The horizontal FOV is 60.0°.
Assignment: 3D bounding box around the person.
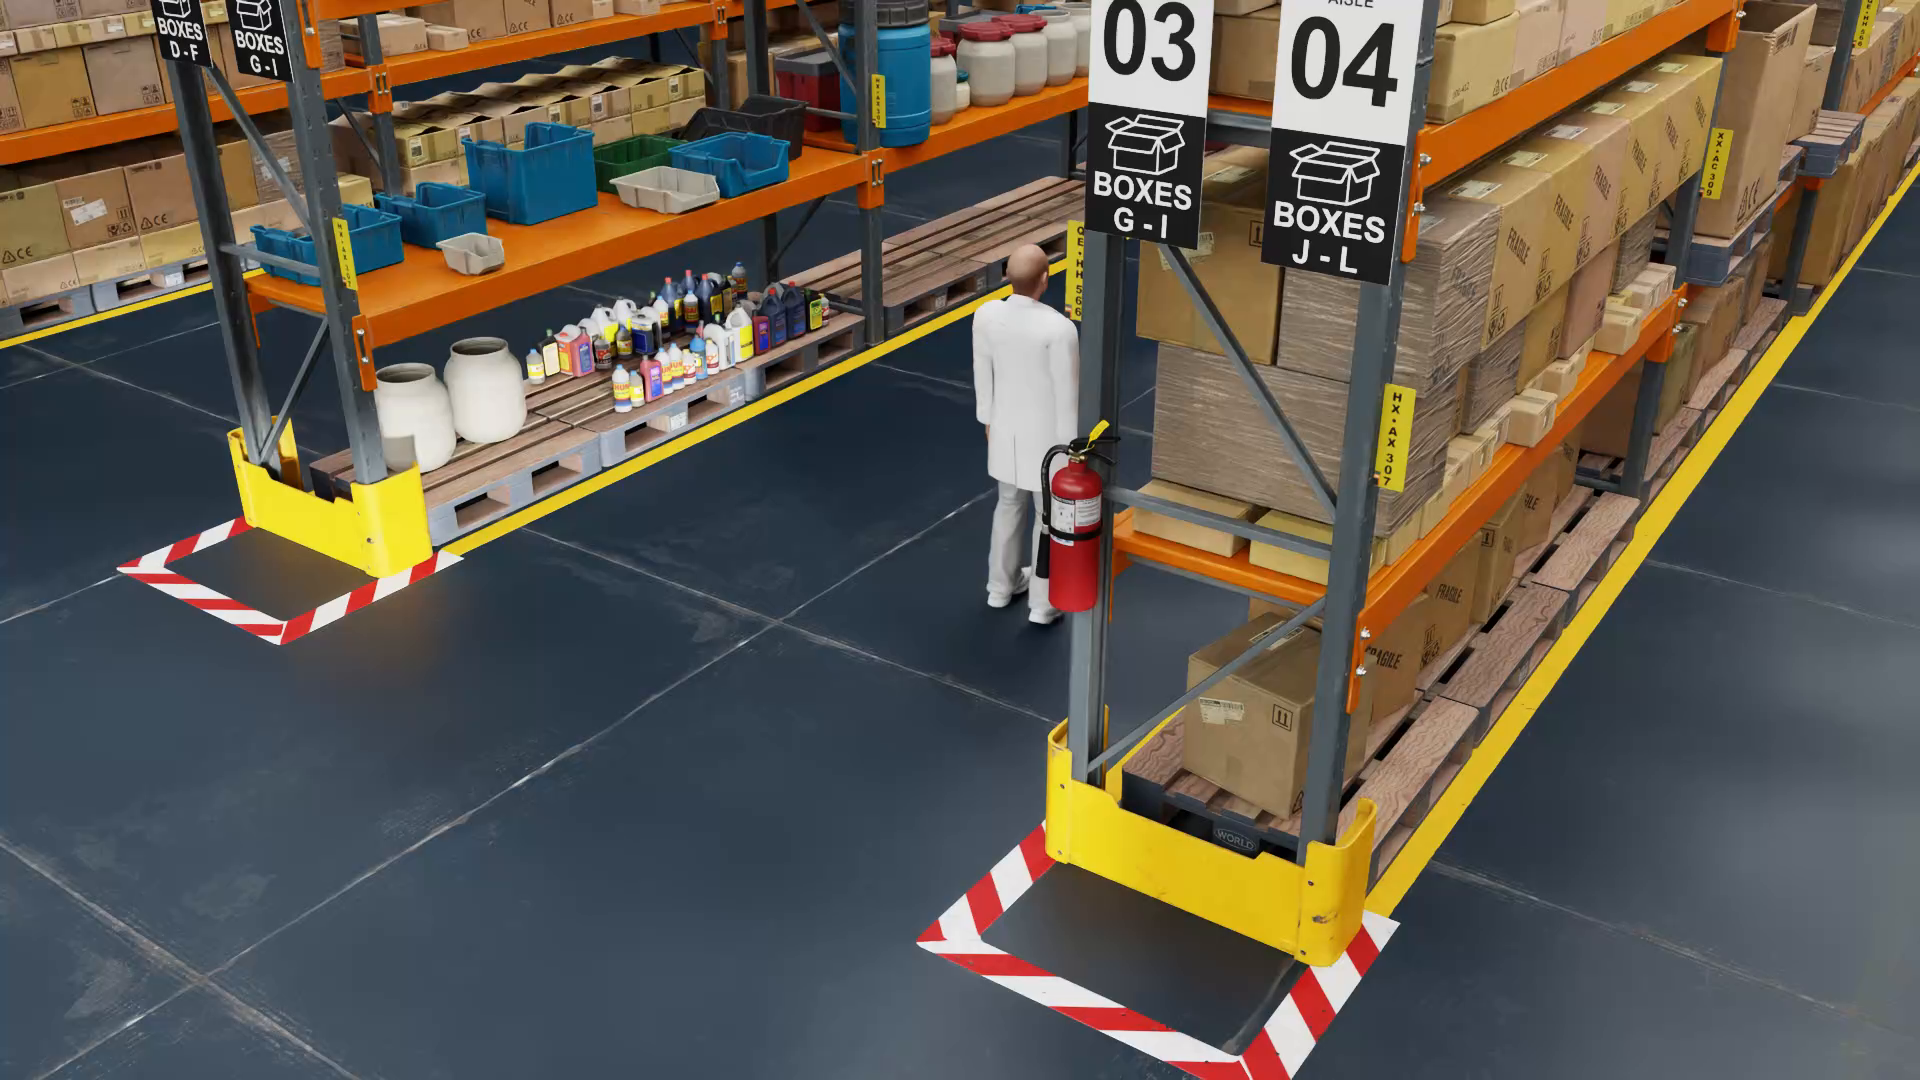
[{"bbox_3d":[0.321,-0.479,7.640,0.565,1.819,0.426,18,32,32],"label":"person"}]
